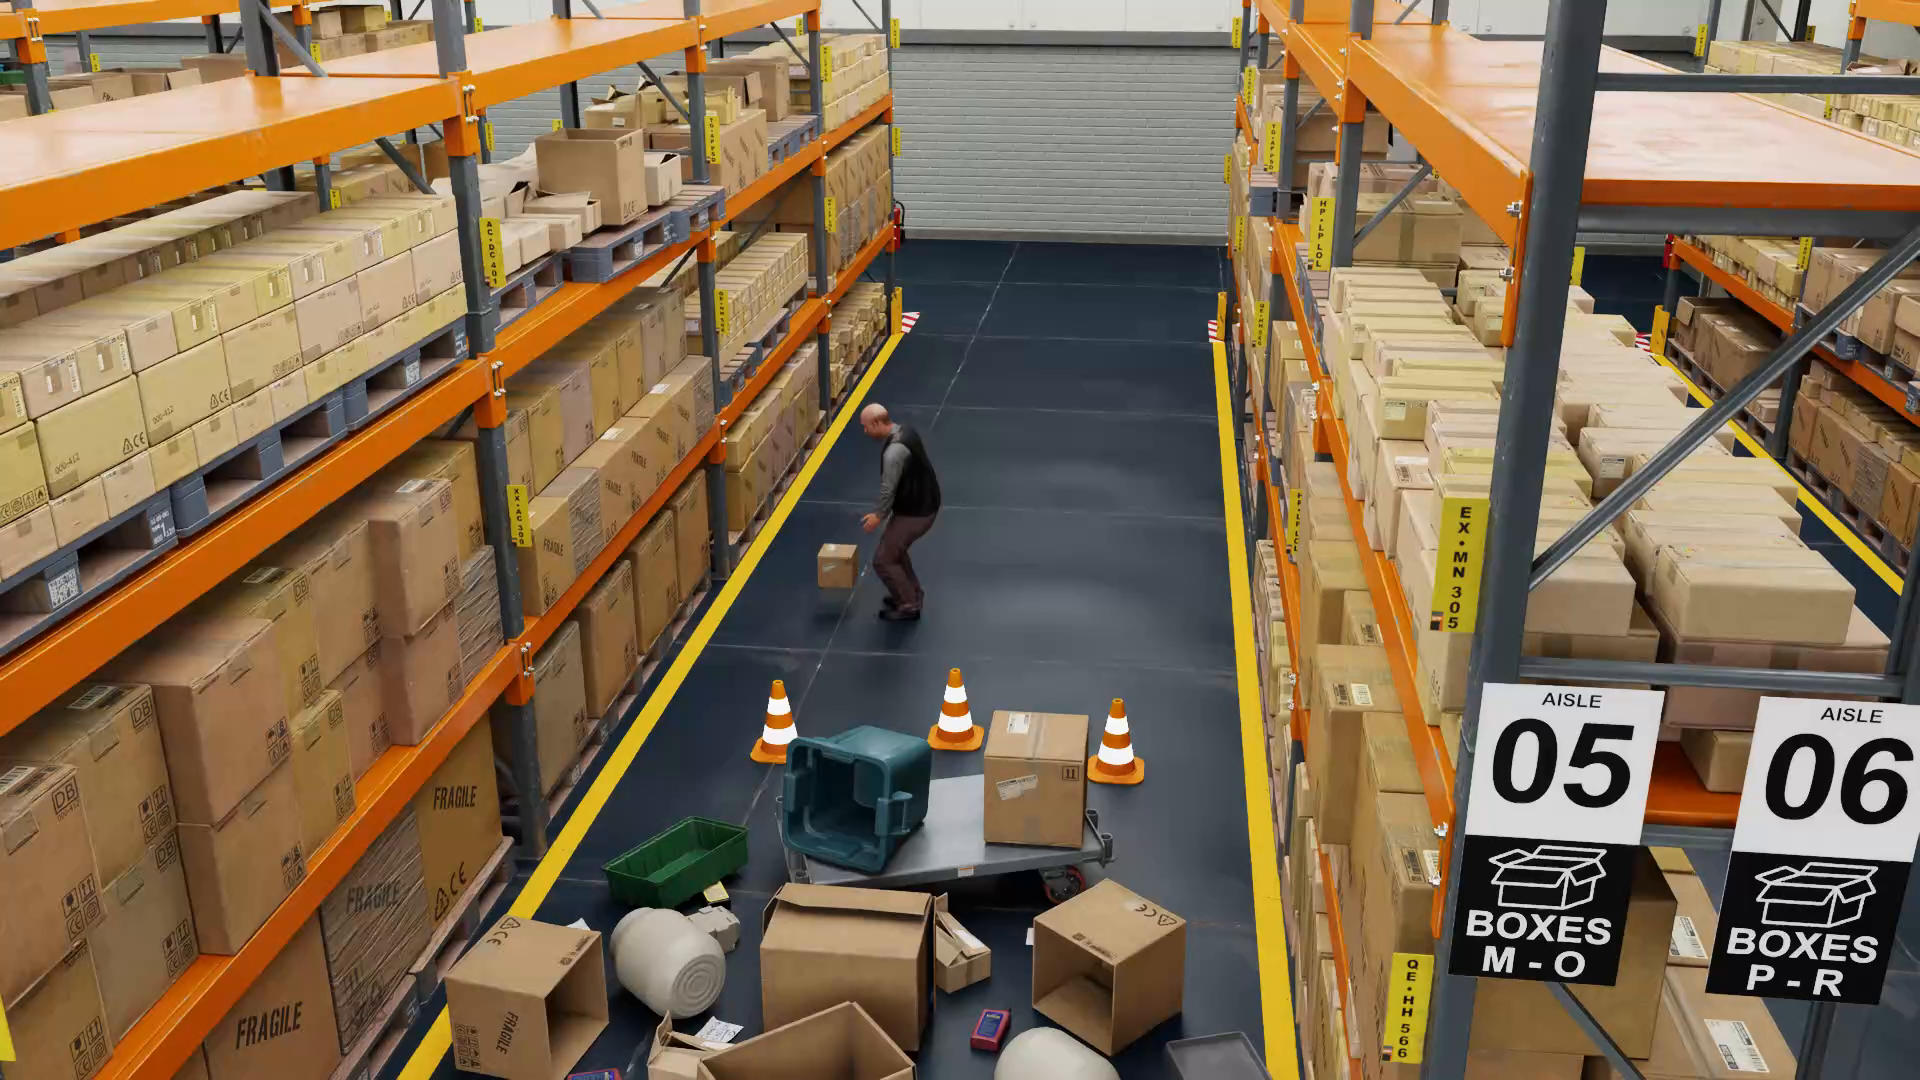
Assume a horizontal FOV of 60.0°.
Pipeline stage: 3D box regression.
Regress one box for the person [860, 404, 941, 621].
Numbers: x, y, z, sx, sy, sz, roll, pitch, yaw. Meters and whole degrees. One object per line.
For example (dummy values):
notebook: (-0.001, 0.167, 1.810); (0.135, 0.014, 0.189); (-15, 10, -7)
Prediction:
person: (-0.421, -0.204, 11.859); (0.555, 1.581, 0.581); (3, 21, 7)
